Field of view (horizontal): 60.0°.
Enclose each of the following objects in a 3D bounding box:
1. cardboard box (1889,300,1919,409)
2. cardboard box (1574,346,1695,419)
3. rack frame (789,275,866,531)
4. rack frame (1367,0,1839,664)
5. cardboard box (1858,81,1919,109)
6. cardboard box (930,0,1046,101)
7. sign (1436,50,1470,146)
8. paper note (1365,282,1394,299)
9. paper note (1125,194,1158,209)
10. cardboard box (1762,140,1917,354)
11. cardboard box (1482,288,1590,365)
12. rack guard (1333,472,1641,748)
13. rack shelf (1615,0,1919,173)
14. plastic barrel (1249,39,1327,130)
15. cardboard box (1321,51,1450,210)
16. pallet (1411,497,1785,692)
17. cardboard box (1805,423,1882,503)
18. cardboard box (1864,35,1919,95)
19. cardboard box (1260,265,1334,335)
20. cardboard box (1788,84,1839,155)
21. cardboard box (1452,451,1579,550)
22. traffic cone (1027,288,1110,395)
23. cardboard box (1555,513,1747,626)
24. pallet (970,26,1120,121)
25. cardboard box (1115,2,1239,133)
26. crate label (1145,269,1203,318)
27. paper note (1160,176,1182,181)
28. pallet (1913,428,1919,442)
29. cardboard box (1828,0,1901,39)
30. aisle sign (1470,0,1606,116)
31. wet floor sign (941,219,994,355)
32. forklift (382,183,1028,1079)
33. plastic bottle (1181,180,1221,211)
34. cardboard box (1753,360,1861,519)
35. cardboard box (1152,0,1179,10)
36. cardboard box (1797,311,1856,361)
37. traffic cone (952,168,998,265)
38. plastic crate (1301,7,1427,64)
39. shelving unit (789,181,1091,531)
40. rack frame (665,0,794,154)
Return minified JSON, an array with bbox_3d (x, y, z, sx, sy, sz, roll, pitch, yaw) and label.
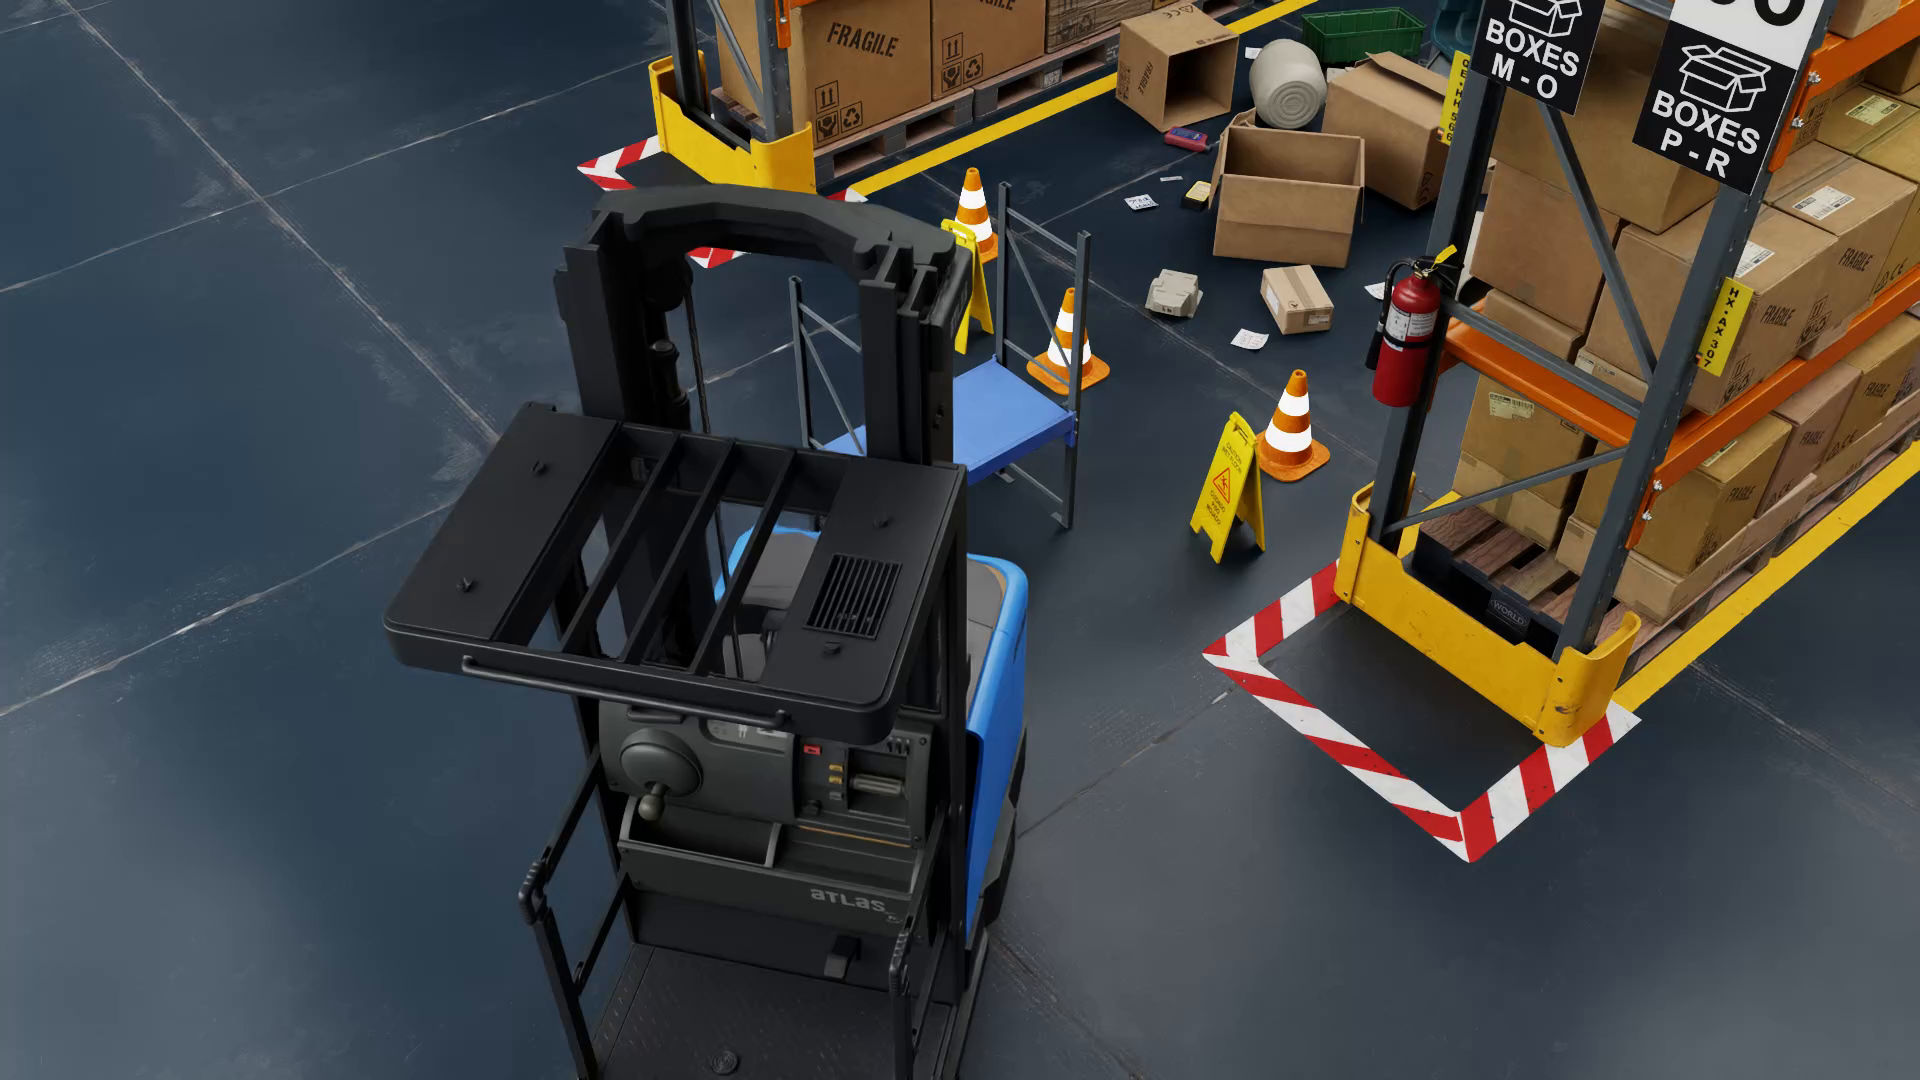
[{"bbox_3d":[4.007,-0.956,7.231,0.500,0.500,0.500,-27,50,-26],"label":"cardboard box"},{"bbox_3d":[2.393,-0.574,5.853,0.250,0.149,0.380,-30,51,-28],"label":"cardboard box"},{"bbox_3d":[-0.455,-0.286,6.459,0.032,1.500,0.500,-30,51,-28],"label":"rack frame"},{"bbox_3d":[2.000,-0.625,5.724,0.127,3.000,1.000,-30,51,-28],"label":"rack frame"},{"bbox_3d":[3.711,-1.513,6.380,0.500,0.500,0.500,-31,51,-29],"label":"cardboard box"},{"bbox_3d":[-0.102,-3.278,9.795,0.875,0.875,0.875,-31,51,-28],"label":"cardboard box"},{"bbox_3d":[1.659,-1.462,5.539,0.005,0.325,0.100,-30,51,-28],"label":"sign"},{"bbox_3d":[2.196,-1.293,8.613,0.142,0.019,0.148,-14,45,-14],"label":"paper note"},{"bbox_3d":[1.007,-1.876,9.226,0.142,0.017,0.144,-14,45,-14],"label":"paper note"},{"bbox_3d":[2.936,-1.061,5.899,0.500,0.500,0.500,-28,50,-27],"label":"cardboard box"},{"bbox_3d":[2.150,-0.810,6.105,0.250,0.149,0.380,-28,50,-27],"label":"cardboard box"},{"bbox_3d":[2.058,0.253,6.615,0.348,0.500,1.175,-30,51,-28],"label":"rack guard"},{"bbox_3d":[3.534,-2.334,5.879,4.000,0.370,1.077,-30,51,-28],"label":"rack shelf"},{"bbox_3d":[1.929,-2.694,9.809,0.421,0.421,0.512,0,43,0],"label":"plastic barrel"},{"bbox_3d":[2.435,-2.280,9.211,0.503,0.637,0.797,-30,51,-28],"label":"cardboard box"},{"bbox_3d":[2.704,0.020,7.074,1.213,0.211,1.003,-30,51,-28],"label":"pallet"},{"bbox_3d":[3.603,-0.451,7.241,0.500,0.250,0.500,-26,49,-25],"label":"cardboard box"},{"bbox_3d":[3.442,-2.116,6.291,0.500,0.500,0.700,-30,51,-28],"label":"cardboard box"},{"bbox_3d":[1.709,-1.222,8.442,0.250,0.149,0.380,-7,44,-7],"label":"cardboard box"},{"bbox_3d":[2.645,-1.691,5.839,0.500,0.500,0.700,-29,51,-28],"label":"cardboard box"},{"bbox_3d":[2.466,-0.282,7.061,0.500,0.250,0.500,-30,51,-28],"label":"cardboard box"},{"bbox_3d":[0.529,-1.000,7.977,0.334,0.463,0.336,-30,51,-28],"label":"traffic cone"},{"bbox_3d":[2.796,0.015,6.744,0.500,0.250,0.500,-30,51,-28],"label":"cardboard box"},{"bbox_3d":[0.245,-3.089,10.384,1.213,0.211,1.003,-30,51,-28],"label":"pallet"},{"bbox_3d":[1.282,-2.806,9.870,0.500,0.500,0.500,-21,47,-21],"label":"cardboard box"},{"bbox_3d":[1.092,-1.259,8.491,0.250,0.136,0.298,14,45,15],"label":"crate label"},{"bbox_3d":[1.198,-2.048,9.423,0.123,0.001,0.032,-7,44,-7],"label":"paper note"},{"bbox_3d":[4.576,-1.052,8.216,1.213,0.211,1.003,-30,51,-28],"label":"pallet"},{"bbox_3d":[2.463,-1.602,4.757,0.250,0.149,0.380,-30,51,-28],"label":"cardboard box"},{"bbox_3d":[1.766,-1.697,4.967,0.004,0.787,0.394,-30,51,-28],"label":"aisle sign"},{"bbox_3d":[-0.005,-1.269,8.130,0.267,0.644,0.232,30,51,28],"label":"wet floor sign"},{"bbox_3d":[-0.579,0.700,4.364,1.130,2.935,3.031,9,44,9],"label":"forklift"},{"bbox_3d":[1.348,-1.937,9.267,0.133,0.061,0.283,22,47,21],"label":"plastic bottle"},{"bbox_3d":[3.212,-0.501,6.746,0.500,0.500,0.500,-32,52,-29],"label":"cardboard box"},{"bbox_3d":[1.287,-4.076,10.644,0.875,0.875,0.875,-29,50,-27],"label":"cardboard box"},{"bbox_3d":[3.057,-0.853,6.151,0.250,0.149,0.380,-29,50,-27],"label":"cardboard box"},{"bbox_3d":[0.065,-1.743,8.767,0.334,0.463,0.336,-30,51,-28],"label":"traffic cone"},{"bbox_3d":[2.522,-3.168,10.444,0.662,0.188,0.450,-7,34,-7],"label":"plastic crate"},{"bbox_3d":[-0.065,-0.509,6.697,1.048,1.500,0.538,-30,51,-28],"label":"shelving unit"},{"bbox_3d":[-1.254,-3.180,8.445,0.127,3.000,1.000,-30,51,-28],"label":"rack frame"}]
